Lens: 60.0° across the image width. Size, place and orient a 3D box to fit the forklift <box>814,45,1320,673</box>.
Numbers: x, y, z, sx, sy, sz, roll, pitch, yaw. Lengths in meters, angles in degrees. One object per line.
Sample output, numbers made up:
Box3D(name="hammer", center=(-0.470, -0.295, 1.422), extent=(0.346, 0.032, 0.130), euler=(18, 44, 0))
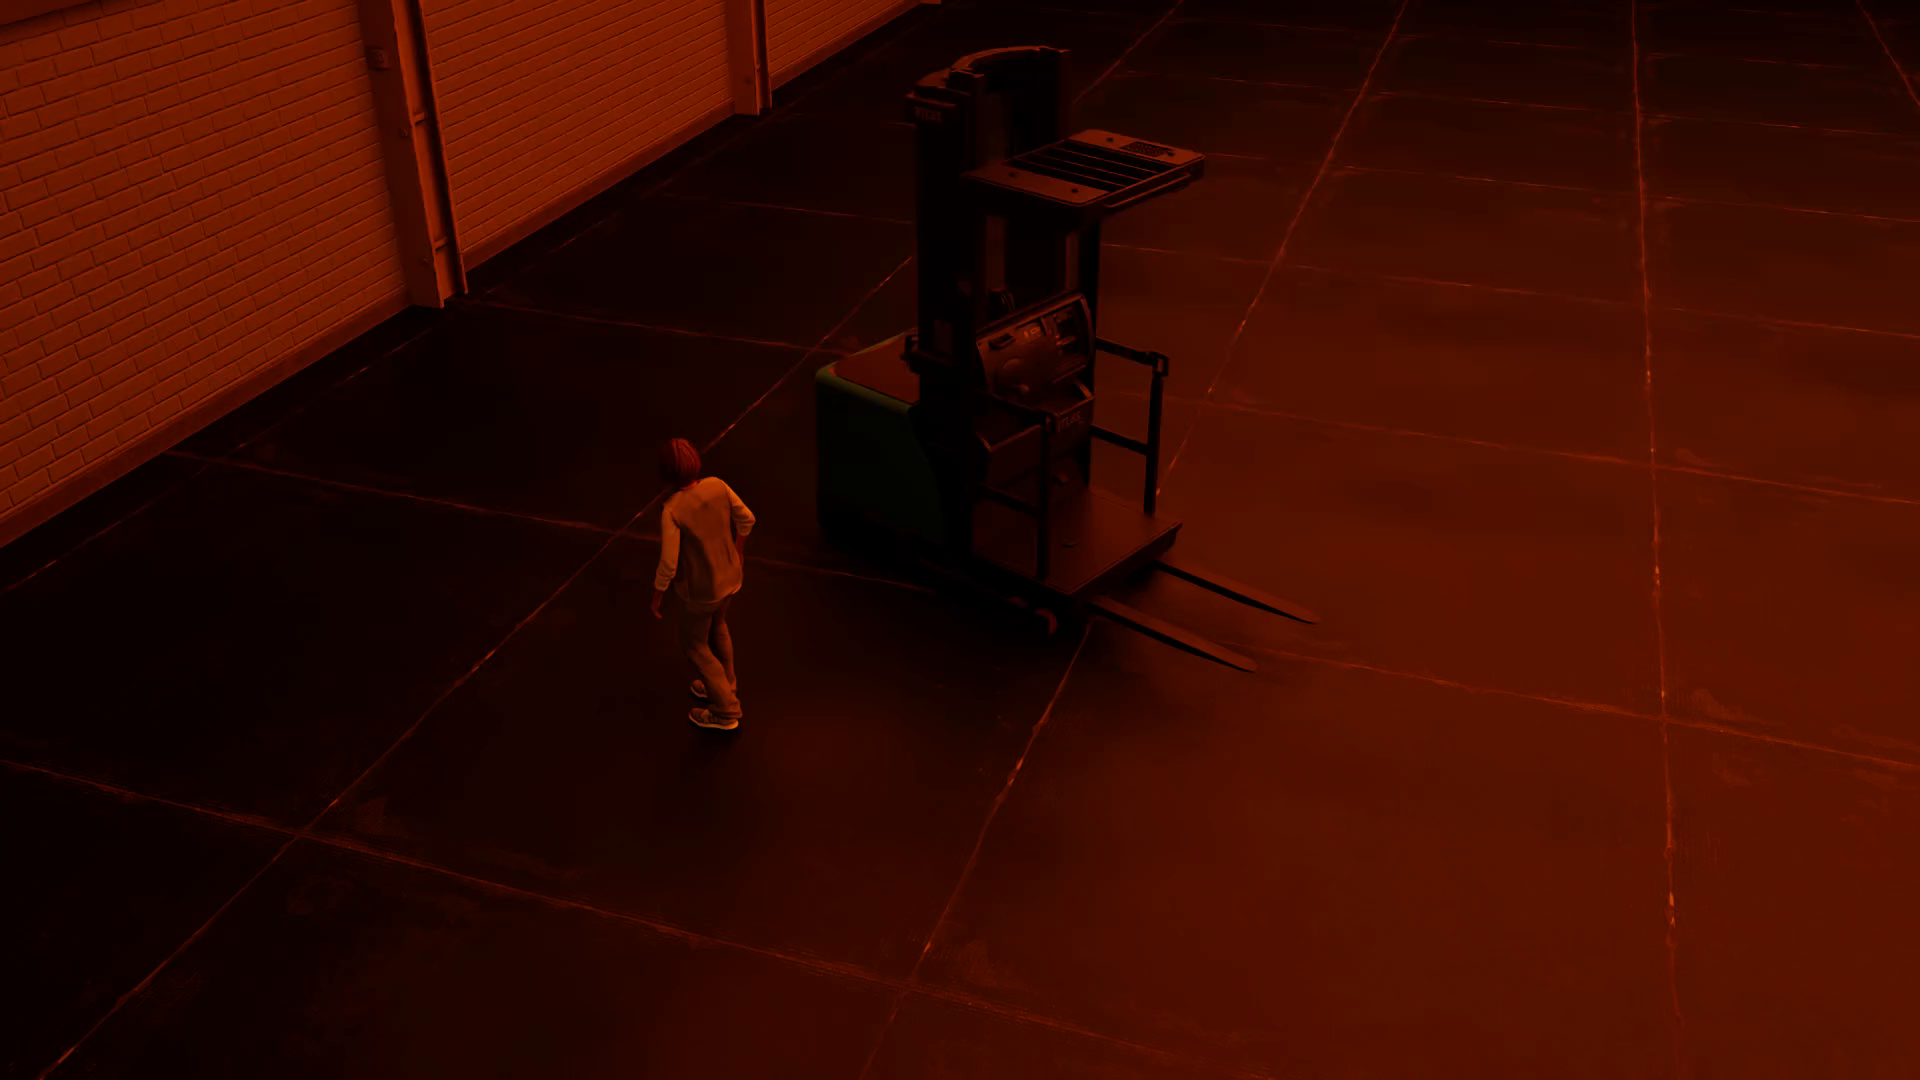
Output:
Box3D(name="forklift", center=(0.572, -1.026, 8.935), extent=(3.031, 2.935, 1.130), euler=(23, 37, 35))

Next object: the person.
Box3D(name="person", center=(-1.287, 0.212, 8.134), extent=(0.449, 1.581, 0.618), euler=(19, 35, 29))
